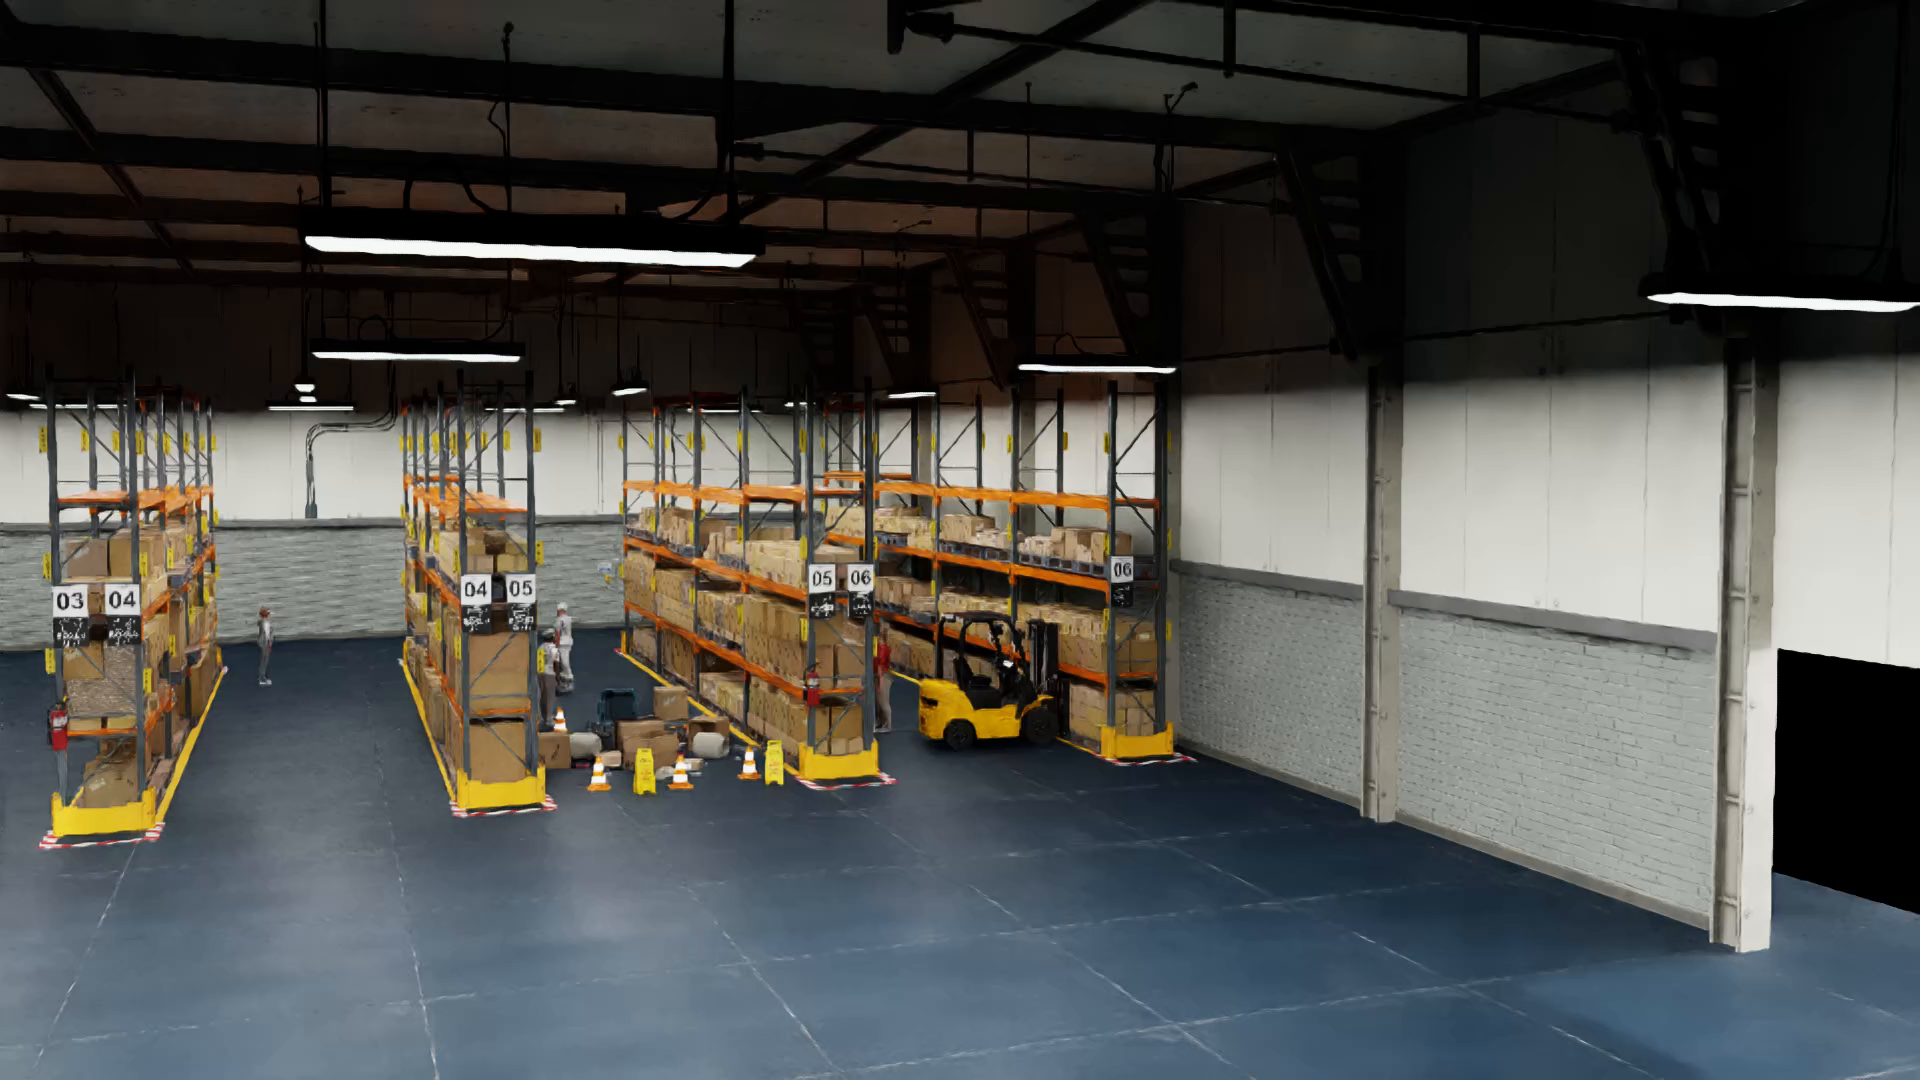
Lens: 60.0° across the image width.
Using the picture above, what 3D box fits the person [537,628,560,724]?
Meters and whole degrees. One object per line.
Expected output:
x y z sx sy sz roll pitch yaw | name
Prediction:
-7.294 2.418 29.631 0.553 1.684 0.437 3 4 39 | person

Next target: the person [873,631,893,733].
-1.402 2.445 28.789 0.502 1.731 0.588 1 3 9 | person

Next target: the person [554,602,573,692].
-8.023 2.138 33.468 0.577 1.785 0.655 0 3 7 | person

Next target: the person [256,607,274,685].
-14.392 2.175 34.444 0.346 1.597 0.538 -3 4 -38 | person
